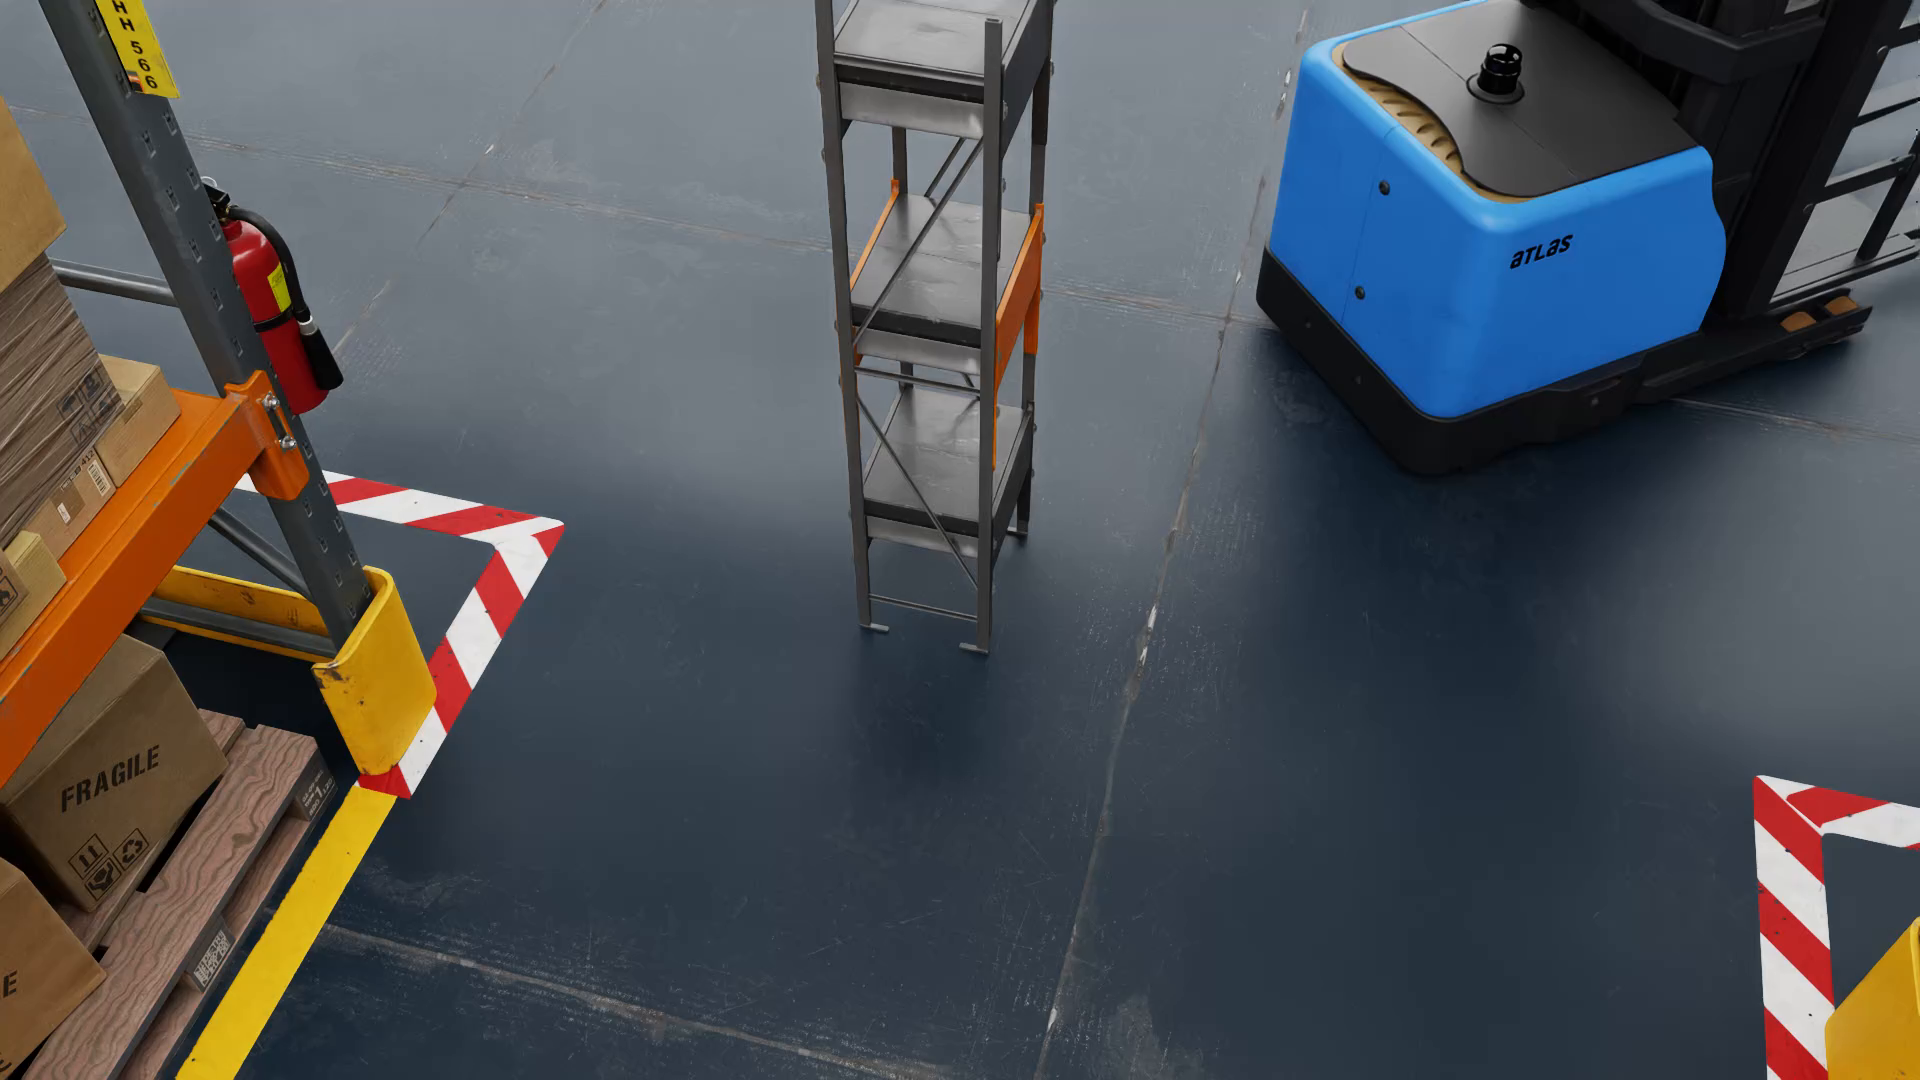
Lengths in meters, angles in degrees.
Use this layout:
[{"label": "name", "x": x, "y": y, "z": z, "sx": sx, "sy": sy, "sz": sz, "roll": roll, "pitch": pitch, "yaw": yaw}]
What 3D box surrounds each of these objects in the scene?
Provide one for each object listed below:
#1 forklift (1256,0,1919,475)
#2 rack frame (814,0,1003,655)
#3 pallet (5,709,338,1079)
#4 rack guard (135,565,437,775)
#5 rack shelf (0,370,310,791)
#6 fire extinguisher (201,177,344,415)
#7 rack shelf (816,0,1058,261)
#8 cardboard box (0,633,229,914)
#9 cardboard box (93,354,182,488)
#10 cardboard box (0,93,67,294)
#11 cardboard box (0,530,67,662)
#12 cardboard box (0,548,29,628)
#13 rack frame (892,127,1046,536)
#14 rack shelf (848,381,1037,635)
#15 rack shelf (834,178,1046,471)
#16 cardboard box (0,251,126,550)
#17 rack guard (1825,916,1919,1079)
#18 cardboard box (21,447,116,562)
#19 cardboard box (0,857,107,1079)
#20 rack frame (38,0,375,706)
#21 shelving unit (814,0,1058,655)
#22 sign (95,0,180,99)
[{"label": "forklift", "x": 2.611, "y": -1.940, "z": 5.008, "sx": 3.031, "sy": 2.935, "sz": 1.130, "roll": -19, "pitch": 51, "yaw": -16}, {"label": "rack frame", "x": -0.108, "y": -0.399, "z": 4.201, "sx": 0.400, "sy": 2.100, "sz": 0.015, "roll": 12, "pitch": 50, "yaw": 10}, {"label": "pallet", "x": -2.367, "y": 0.943, "z": 4.277, "sx": 1.003, "sy": 0.211, "sz": 1.213, "roll": 12, "pitch": 50, "yaw": 10}, {"label": "rack guard", "x": -2.119, "y": 0.267, "z": 4.681, "sx": 1.175, "sy": 0.500, "sz": 0.348, "roll": 12, "pitch": 50, "yaw": 10}, {"label": "rack shelf", "x": -2.626, "y": 1.070, "z": 2.785, "sx": 1.077, "sy": 0.370, "sz": 4.000, "roll": 12, "pitch": 50, "yaw": 10}, {"label": "fire extinguisher", "x": -1.625, "y": -0.581, "z": 3.814, "sx": 0.296, "sy": 0.674, "sz": 0.183, "roll": 12, "pitch": 50, "yaw": 10}, {"label": "rack shelf", "x": -0.044, "y": -1.029, "z": 3.842, "sx": 0.431, "sy": 0.518, "sz": 0.480, "roll": 12, "pitch": 50, "yaw": 10}, {"label": "cardboard box", "x": -2.280, "y": 0.522, "z": 4.176, "sx": 0.500, "sy": 0.500, "sz": 0.500, "roll": 20, "pitch": 52, "yaw": 17}, {"label": "cardboard box", "x": -1.975, "y": -0.285, "z": 3.668, "sx": 0.380, "sy": 0.149, "sz": 0.250, "roll": 12, "pitch": 50, "yaw": 10}, {"label": "cardboard box", "x": -2.006, "y": -0.631, "z": 2.874, "sx": 0.500, "sy": 0.500, "sz": 0.500, "roll": 12, "pitch": 50, "yaw": 10}, {"label": "cardboard box", "x": -2.058, "y": 0.087, "z": 3.340, "sx": 0.380, "sy": 0.149, "sz": 0.250, "roll": 12, "pitch": 50, "yaw": 10}, {"label": "cardboard box", "x": -2.286, "y": 0.031, "z": 2.957, "sx": 0.875, "sy": 0.500, "sz": 0.500, "roll": 12, "pitch": 50, "yaw": 10}, {"label": "rack frame", "x": 0.021, "y": -0.752, "z": 4.513, "sx": 0.400, "sy": 2.100, "sz": 0.015, "roll": 12, "pitch": 50, "yaw": 10}, {"label": "rack shelf", "x": -0.044, "y": -0.103, "z": 4.892, "sx": 0.431, "sy": 0.518, "sz": 0.480, "roll": 12, "pitch": 50, "yaw": 10}, {"label": "rack shelf", "x": -0.044, "y": -0.566, "z": 4.367, "sx": 0.431, "sy": 0.518, "sz": 0.480, "roll": 12, "pitch": 50, "yaw": 10}, {"label": "cardboard box", "x": -2.271, "y": -0.354, "z": 3.297, "sx": 0.875, "sy": 0.500, "sz": 0.500, "roll": 12, "pitch": 50, "yaw": 10}, {"label": "rack guard", "x": 2.704, "y": 1.254, "z": 3.810, "sx": 1.175, "sy": 0.500, "sz": 0.348, "roll": 12, "pitch": 50, "yaw": 10}, {"label": "cardboard box", "x": -2.042, "y": -0.104, "z": 3.509, "sx": 0.380, "sy": 0.149, "sz": 0.250, "roll": 12, "pitch": 50, "yaw": 10}, {"label": "cardboard box", "x": -2.404, "y": 0.961, "z": 3.788, "sx": 0.500, "sy": 0.500, "sz": 0.500, "roll": 24, "pitch": 53, "yaw": 20}, {"label": "rack frame", "x": -2.099, "y": -0.615, "z": 3.792, "sx": 1.000, "sy": 3.000, "sz": 0.127, "roll": 12, "pitch": 50, "yaw": 10}, {"label": "shelving unit", "x": -0.044, "y": -0.575, "z": 4.357, "sx": 0.431, "sy": 2.100, "sz": 0.503, "roll": 12, "pitch": 50, "yaw": 10}, {"label": "sign", "x": -1.569, "y": -0.979, "z": 3.130, "sx": 0.100, "sy": 0.325, "sz": 0.005, "roll": 12, "pitch": 50, "yaw": 10}]
